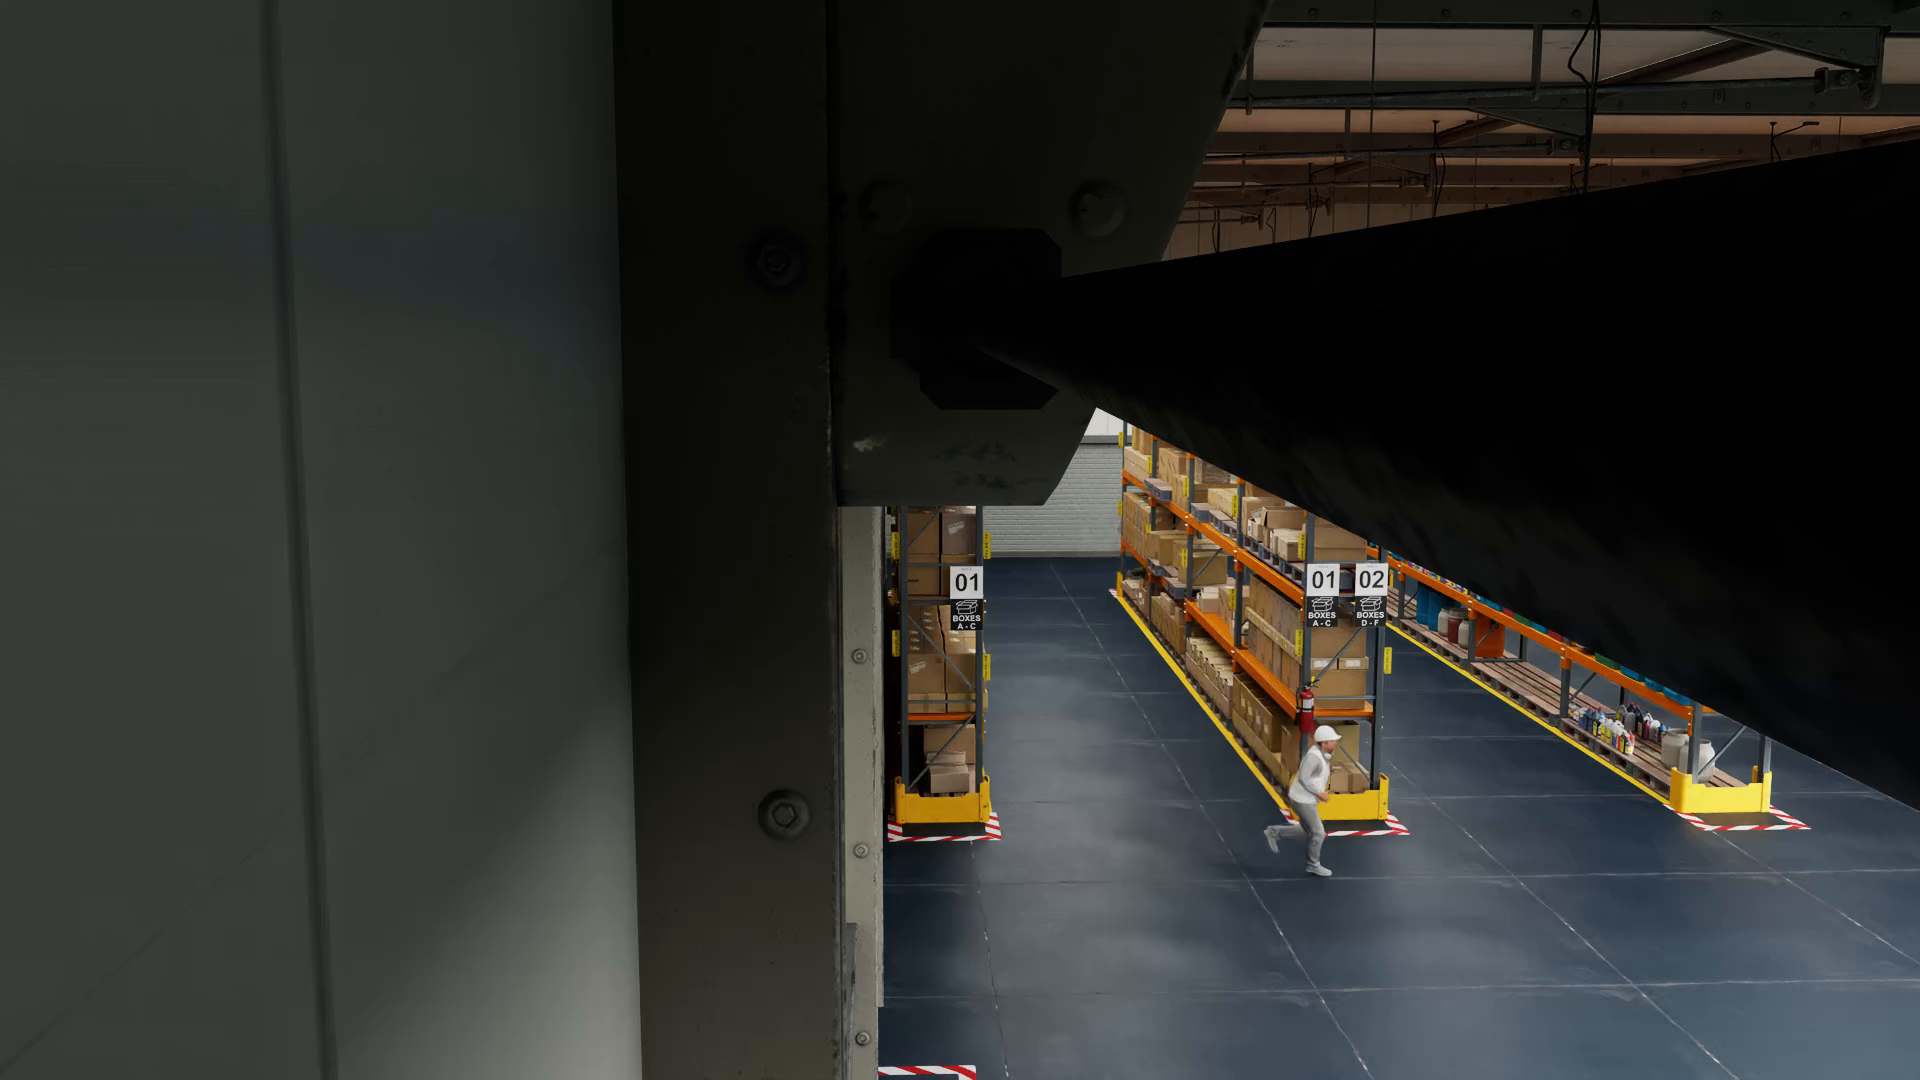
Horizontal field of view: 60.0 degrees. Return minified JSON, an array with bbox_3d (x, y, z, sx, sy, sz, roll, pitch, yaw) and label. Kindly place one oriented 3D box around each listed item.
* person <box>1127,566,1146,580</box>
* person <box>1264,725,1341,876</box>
[{"bbox_3d":[4.129,0.233,37.545,0.729,1.702,0.733,-1,8,-6],"label":"person"},{"bbox_3d":[3.813,2.894,18.609,0.847,1.723,0.636,4,9,26],"label":"person"}]
